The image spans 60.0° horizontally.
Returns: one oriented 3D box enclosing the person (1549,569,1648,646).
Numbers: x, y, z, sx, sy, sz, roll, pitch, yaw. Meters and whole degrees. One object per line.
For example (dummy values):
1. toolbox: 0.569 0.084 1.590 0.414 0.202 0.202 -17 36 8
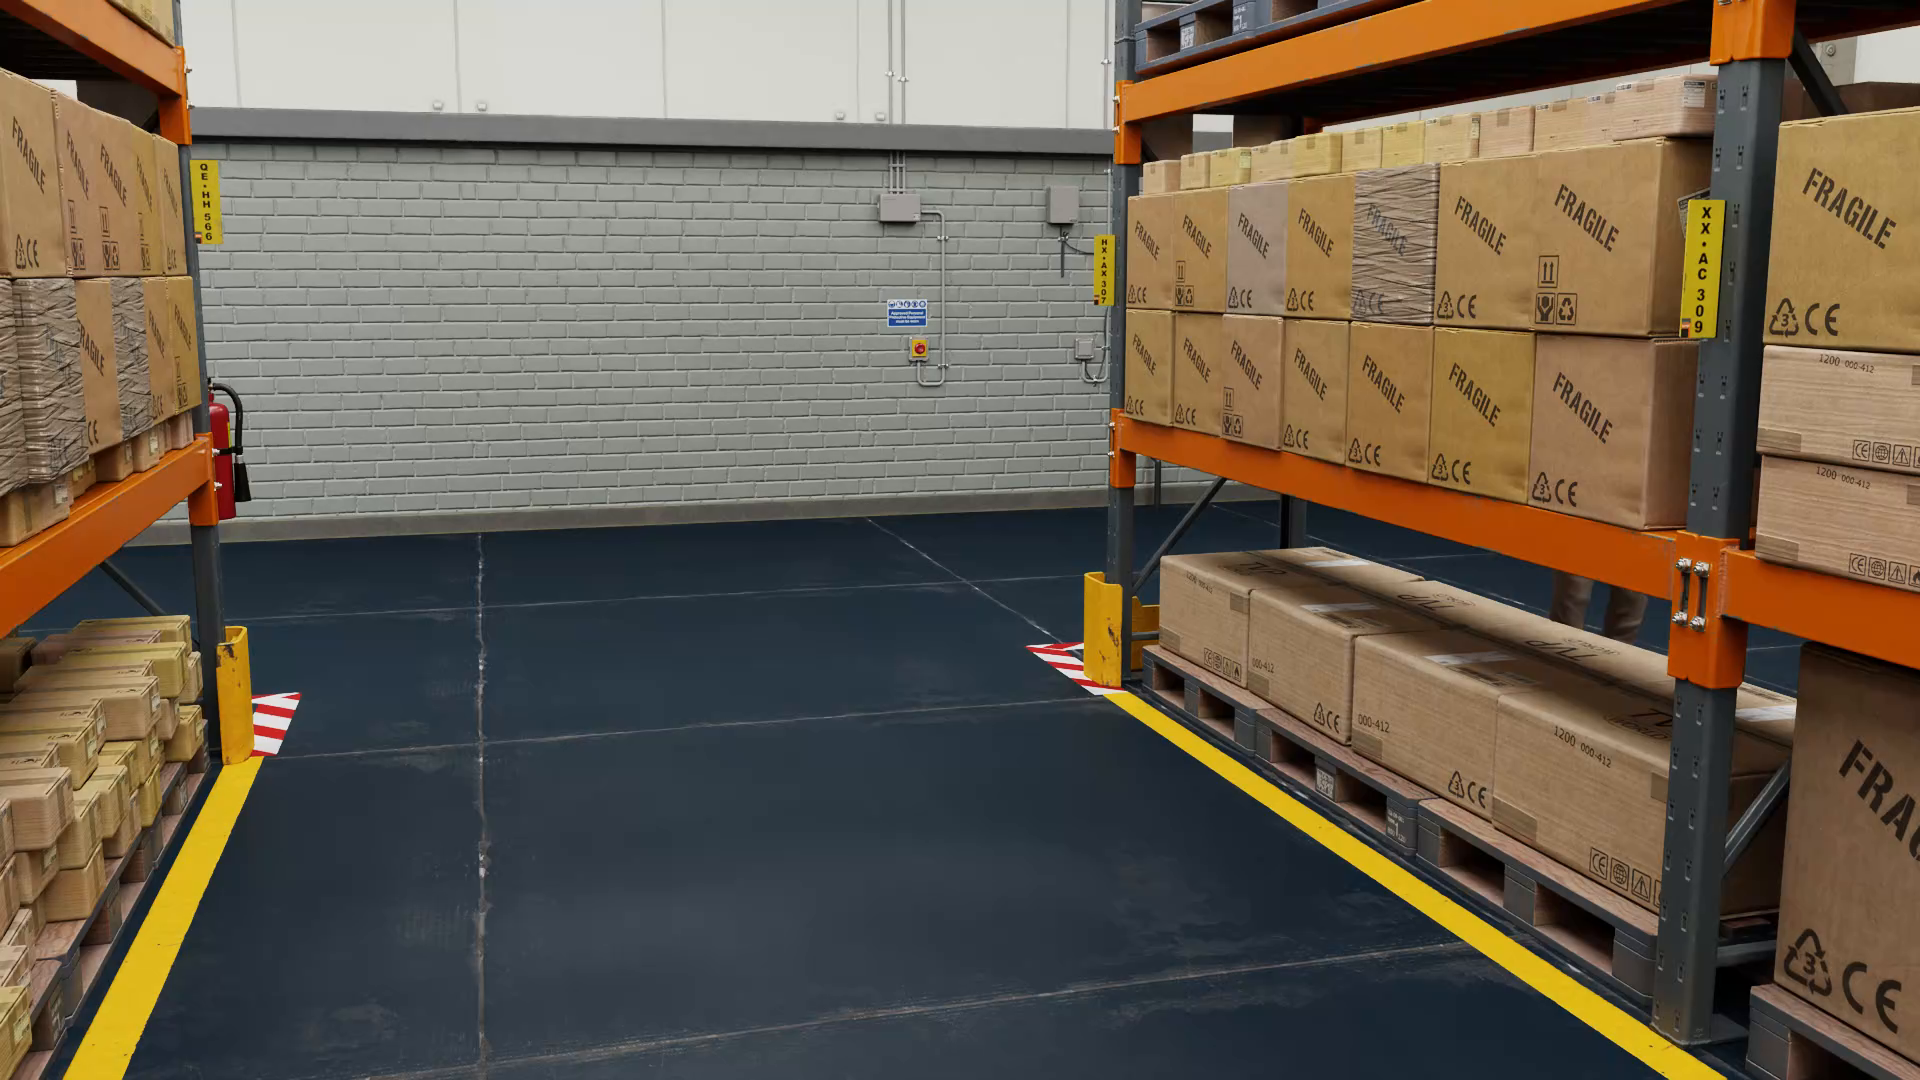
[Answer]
1. person: 2.997 -0.116 7.692 0.532 1.719 0.357 0 9 0
